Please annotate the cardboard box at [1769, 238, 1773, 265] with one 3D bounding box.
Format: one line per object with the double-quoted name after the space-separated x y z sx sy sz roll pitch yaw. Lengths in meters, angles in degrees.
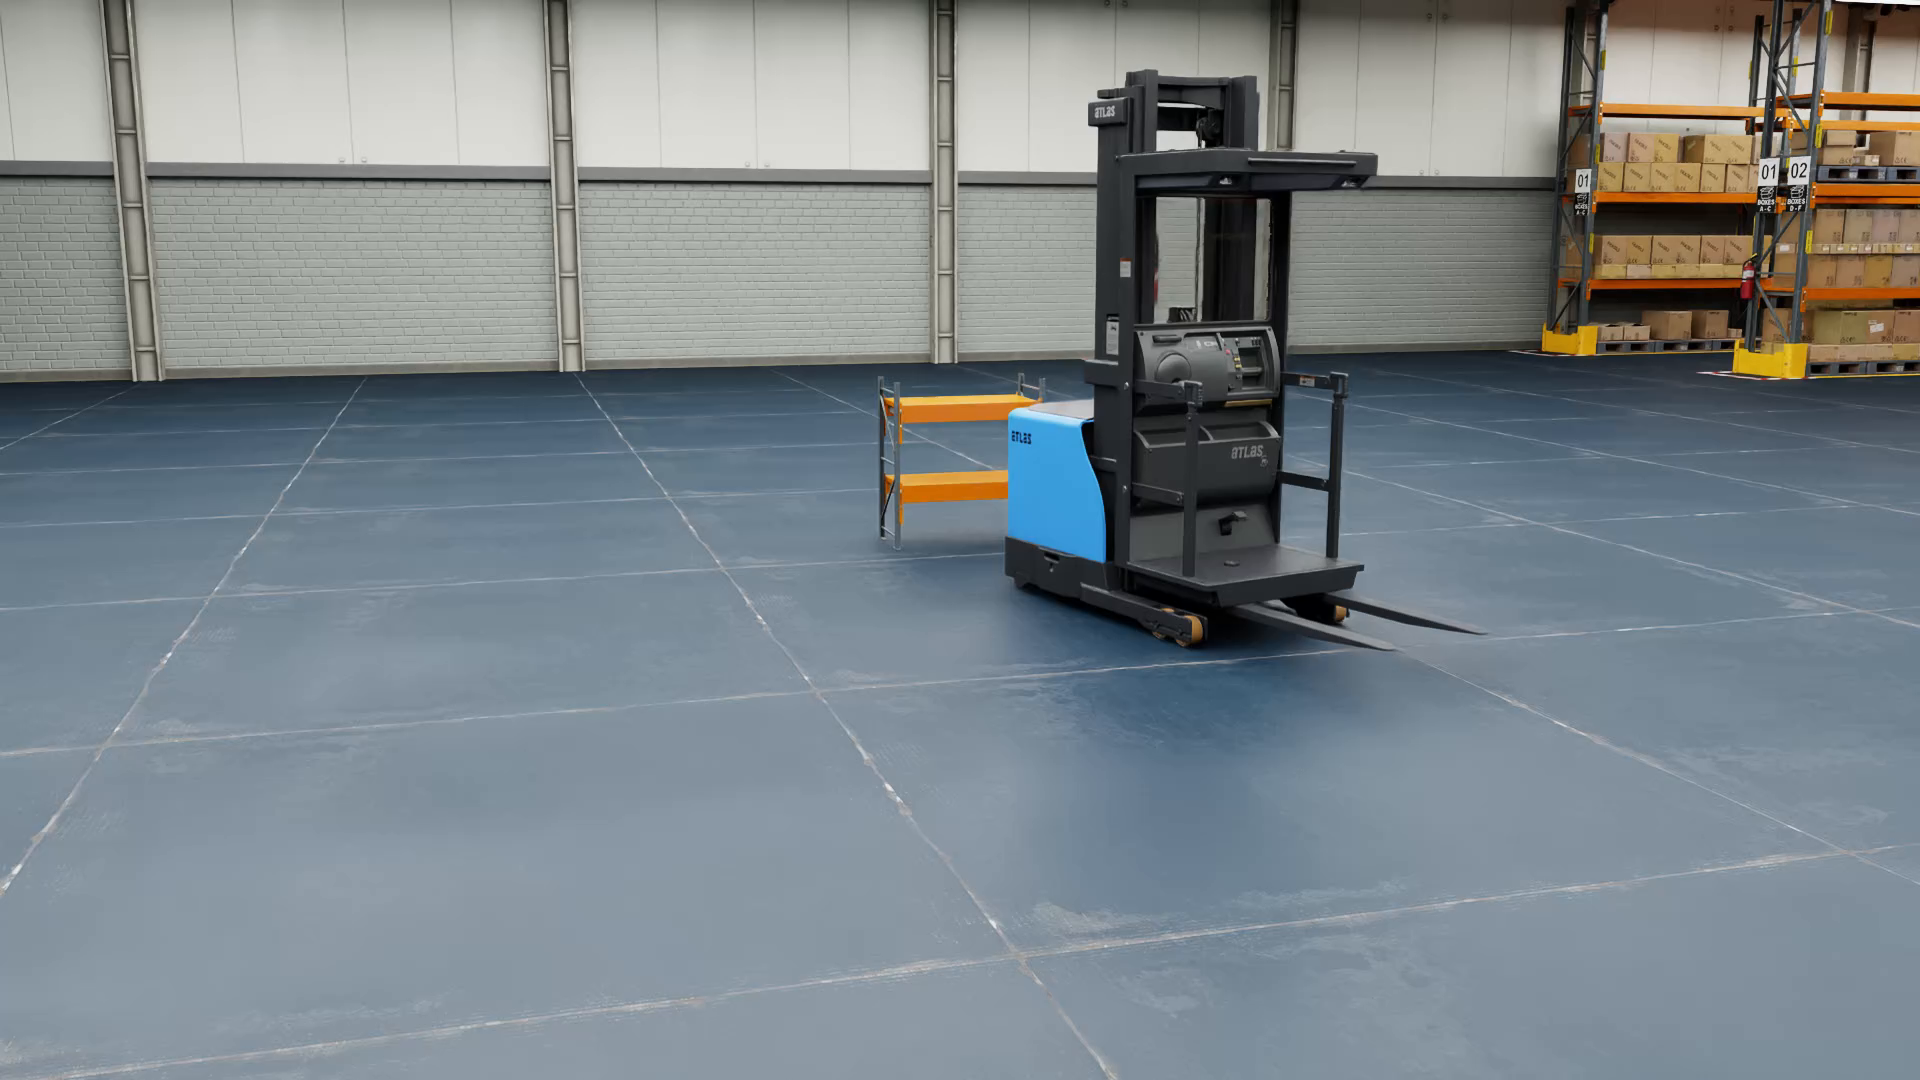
15.163 -5.319 30.660 0.500 0.500 0.700 -3 11 -16 "cardboard box"

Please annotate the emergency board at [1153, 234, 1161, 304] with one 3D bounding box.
3.111 -4.594 28.219 0.643 1.169 0.194 -3 11 -16 "emergency board"

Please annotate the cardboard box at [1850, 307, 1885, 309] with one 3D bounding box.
14.081 -3.350 25.822 0.500 0.500 0.500 -3 11 -16 "cardboard box"

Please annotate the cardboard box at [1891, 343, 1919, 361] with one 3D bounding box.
14.231 -2.888 25.385 0.500 0.250 0.500 -3 11 -16 "cardboard box"

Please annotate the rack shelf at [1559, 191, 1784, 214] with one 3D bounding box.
12.745 -6.053 29.845 4.000 0.370 1.077 -3 11 -16 "rack shelf"

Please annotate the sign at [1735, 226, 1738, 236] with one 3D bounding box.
14.507 -5.699 31.020 0.005 0.325 0.100 -3 11 -16 "sign"

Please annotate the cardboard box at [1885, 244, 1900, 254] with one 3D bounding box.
13.886 -4.386 25.018 0.250 0.149 0.380 -3 11 -17 "cardboard box"

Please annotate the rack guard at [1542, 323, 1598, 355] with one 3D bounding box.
10.898 -3.605 29.749 0.348 0.500 1.175 -3 11 -16 "rack guard"

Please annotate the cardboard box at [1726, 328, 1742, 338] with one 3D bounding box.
14.160 -3.824 30.643 0.250 0.166 0.380 -5 11 -23 "cardboard box"

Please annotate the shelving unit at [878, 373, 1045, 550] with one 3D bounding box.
0.006 -0.554 11.446 1.048 1.125 0.538 -3 11 -16 "shelving unit"

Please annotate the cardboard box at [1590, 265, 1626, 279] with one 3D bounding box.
11.382 -4.736 29.348 0.500 0.250 0.500 -3 11 -18 "cardboard box"

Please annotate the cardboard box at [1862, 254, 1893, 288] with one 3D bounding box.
13.646 -4.092 25.213 0.500 0.500 0.700 -3 11 -16 "cardboard box"

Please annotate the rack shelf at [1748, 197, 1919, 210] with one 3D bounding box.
16.586 -6.256 30.945 4.000 0.370 1.077 -3 11 -16 "rack shelf"

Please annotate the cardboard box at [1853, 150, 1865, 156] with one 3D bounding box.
13.245 -5.751 25.082 0.500 0.250 0.500 -3 11 -16 "cardboard box"

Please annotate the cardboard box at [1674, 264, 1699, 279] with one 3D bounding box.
12.853 -4.815 29.776 0.500 0.250 0.500 -3 11 -15 "cardboard box"

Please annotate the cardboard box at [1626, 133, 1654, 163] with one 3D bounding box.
11.758 -6.851 29.096 0.500 0.500 0.500 -3 11 -17 "cardboard box"

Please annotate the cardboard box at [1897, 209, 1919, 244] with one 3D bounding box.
14.184 -4.760 25.257 0.500 0.500 0.700 -3 11 -16 "cardboard box"

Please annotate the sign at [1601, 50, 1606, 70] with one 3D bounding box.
10.976 -8.185 28.355 0.005 0.325 0.100 -3 11 -16 "sign"

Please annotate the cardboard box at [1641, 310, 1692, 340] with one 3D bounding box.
12.780 -3.894 30.105 0.500 0.500 0.700 -4 11 -20 "cardboard box"

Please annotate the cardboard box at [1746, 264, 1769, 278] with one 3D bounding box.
14.295 -4.893 30.197 0.500 0.250 0.500 -3 11 -16 "cardboard box"

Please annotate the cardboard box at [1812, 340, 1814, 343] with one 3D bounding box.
13.122 -2.930 25.612 0.500 0.250 0.500 -3 11 -16 "cardboard box"

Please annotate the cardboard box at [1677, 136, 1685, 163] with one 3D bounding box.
12.651 -6.999 29.901 0.500 0.500 0.500 -3 11 -16 "cardboard box"

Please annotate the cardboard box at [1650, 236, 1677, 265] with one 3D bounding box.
12.342 -5.156 29.556 0.500 0.500 0.500 -3 11 -18 "cardboard box"

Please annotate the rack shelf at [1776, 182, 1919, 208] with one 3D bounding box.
14.133 -5.192 25.169 4.000 0.370 1.077 -3 11 -16 "rack shelf"

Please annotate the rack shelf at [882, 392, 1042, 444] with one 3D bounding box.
0.006 -0.841 11.394 1.000 0.278 0.538 -3 11 -16 "rack shelf"

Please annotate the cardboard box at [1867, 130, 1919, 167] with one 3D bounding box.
13.884 -5.806 24.693 0.500 0.500 0.500 -3 11 -16 "cardboard box"

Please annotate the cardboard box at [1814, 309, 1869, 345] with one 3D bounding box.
13.269 -3.207 25.045 0.500 0.500 0.500 -3 11 -16 "cardboard box"

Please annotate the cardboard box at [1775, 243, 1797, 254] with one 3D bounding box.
12.526 -4.390 25.043 0.250 0.149 0.380 -3 11 -17 "cardboard box"

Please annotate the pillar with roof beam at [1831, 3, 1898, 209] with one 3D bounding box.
18.219 -7.522 27.552 0.548 9.000 9.100 -3 11 -16 "pillar with roof beam"

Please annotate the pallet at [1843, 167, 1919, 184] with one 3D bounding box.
14.073 -5.495 25.071 1.213 0.211 1.003 -3 11 -16 "pallet"

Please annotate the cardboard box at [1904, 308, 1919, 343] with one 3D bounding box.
14.707 -3.285 25.467 0.500 0.500 0.500 -3 11 -16 "cardboard box"

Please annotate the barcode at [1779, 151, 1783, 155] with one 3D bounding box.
12.368 -5.830 25.040 0.075 0.075 0.001 -3 11 -16 "barcode"

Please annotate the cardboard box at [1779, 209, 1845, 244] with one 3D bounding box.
12.716 -4.681 24.830 0.500 0.500 0.700 -3 11 -16 "cardboard box"

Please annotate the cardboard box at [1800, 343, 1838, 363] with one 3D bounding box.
12.790 -2.813 24.974 0.500 0.250 0.500 -3 11 -16 "cardboard box"

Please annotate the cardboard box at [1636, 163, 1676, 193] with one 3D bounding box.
12.239 -6.386 29.336 0.500 0.500 0.500 -2 11 -13 "cardboard box"

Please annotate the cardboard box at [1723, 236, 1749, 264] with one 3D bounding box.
13.820 -5.234 29.981 0.500 0.500 0.500 -3 11 -16 "cardboard box"

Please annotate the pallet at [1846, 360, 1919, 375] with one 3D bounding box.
14.105 -2.706 25.659 1.213 0.211 1.003 -3 11 -16 "pallet"

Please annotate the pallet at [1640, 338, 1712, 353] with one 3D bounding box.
12.857 -3.559 30.297 1.213 0.211 1.003 -3 11 -16 "pallet"

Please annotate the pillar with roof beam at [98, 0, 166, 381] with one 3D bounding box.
-10.585 -6.004 19.306 0.400 9.000 9.100 -3 11 -16 "pillar with roof beam"

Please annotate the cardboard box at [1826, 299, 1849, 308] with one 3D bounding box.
16.288 -4.479 31.209 0.500 0.250 0.500 -3 11 -18 "cardboard box"

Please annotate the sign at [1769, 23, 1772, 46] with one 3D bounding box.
12.075 -7.514 24.707 0.005 0.325 0.100 -3 11 -16 "sign"

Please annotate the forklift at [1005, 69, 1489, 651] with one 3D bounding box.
1.459 -0.987 8.810 1.130 2.935 3.031 -6 12 -30 "forklift"

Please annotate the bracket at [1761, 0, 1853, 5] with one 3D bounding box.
14.227 -9.827 30.129 4.783 0.066 0.076 -3 11 -16 "bracket"

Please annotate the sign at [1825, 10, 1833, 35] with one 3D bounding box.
12.362 -7.361 23.658 0.005 0.325 0.100 -3 11 -16 "sign"

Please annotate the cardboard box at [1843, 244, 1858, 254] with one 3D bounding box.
13.142 -4.347 24.805 0.250 0.149 0.380 -3 11 -16 "cardboard box"

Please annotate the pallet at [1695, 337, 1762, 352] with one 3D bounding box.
14.030 -3.622 30.636 1.213 0.211 1.003 -3 11 -16 "pallet"

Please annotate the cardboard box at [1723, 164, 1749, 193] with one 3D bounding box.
13.760 -6.475 29.820 0.500 0.500 0.500 -4 11 -21 "cardboard box"

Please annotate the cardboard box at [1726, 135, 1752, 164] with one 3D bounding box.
13.734 -6.957 29.673 0.500 0.500 0.500 -2 11 -13 "cardboard box"

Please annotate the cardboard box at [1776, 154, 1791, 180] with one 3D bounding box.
15.213 -6.778 30.358 0.500 0.500 0.500 -1 11 -8 "cardboard box"

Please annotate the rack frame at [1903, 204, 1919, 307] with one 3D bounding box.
18.506 -5.236 31.701 0.127 3.000 1.000 -3 11 -16 "rack frame"

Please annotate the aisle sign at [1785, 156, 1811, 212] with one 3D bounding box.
12.235 -5.192 24.283 0.004 0.787 0.394 -3 11 -16 "aisle sign"

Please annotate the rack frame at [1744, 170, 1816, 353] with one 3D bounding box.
12.213 -3.970 24.825 0.127 3.000 1.000 -3 11 -16 "rack frame"

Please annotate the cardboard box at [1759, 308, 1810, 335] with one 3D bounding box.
15.367 -4.060 31.006 0.500 0.500 0.700 -3 11 -14 "cardboard box"
